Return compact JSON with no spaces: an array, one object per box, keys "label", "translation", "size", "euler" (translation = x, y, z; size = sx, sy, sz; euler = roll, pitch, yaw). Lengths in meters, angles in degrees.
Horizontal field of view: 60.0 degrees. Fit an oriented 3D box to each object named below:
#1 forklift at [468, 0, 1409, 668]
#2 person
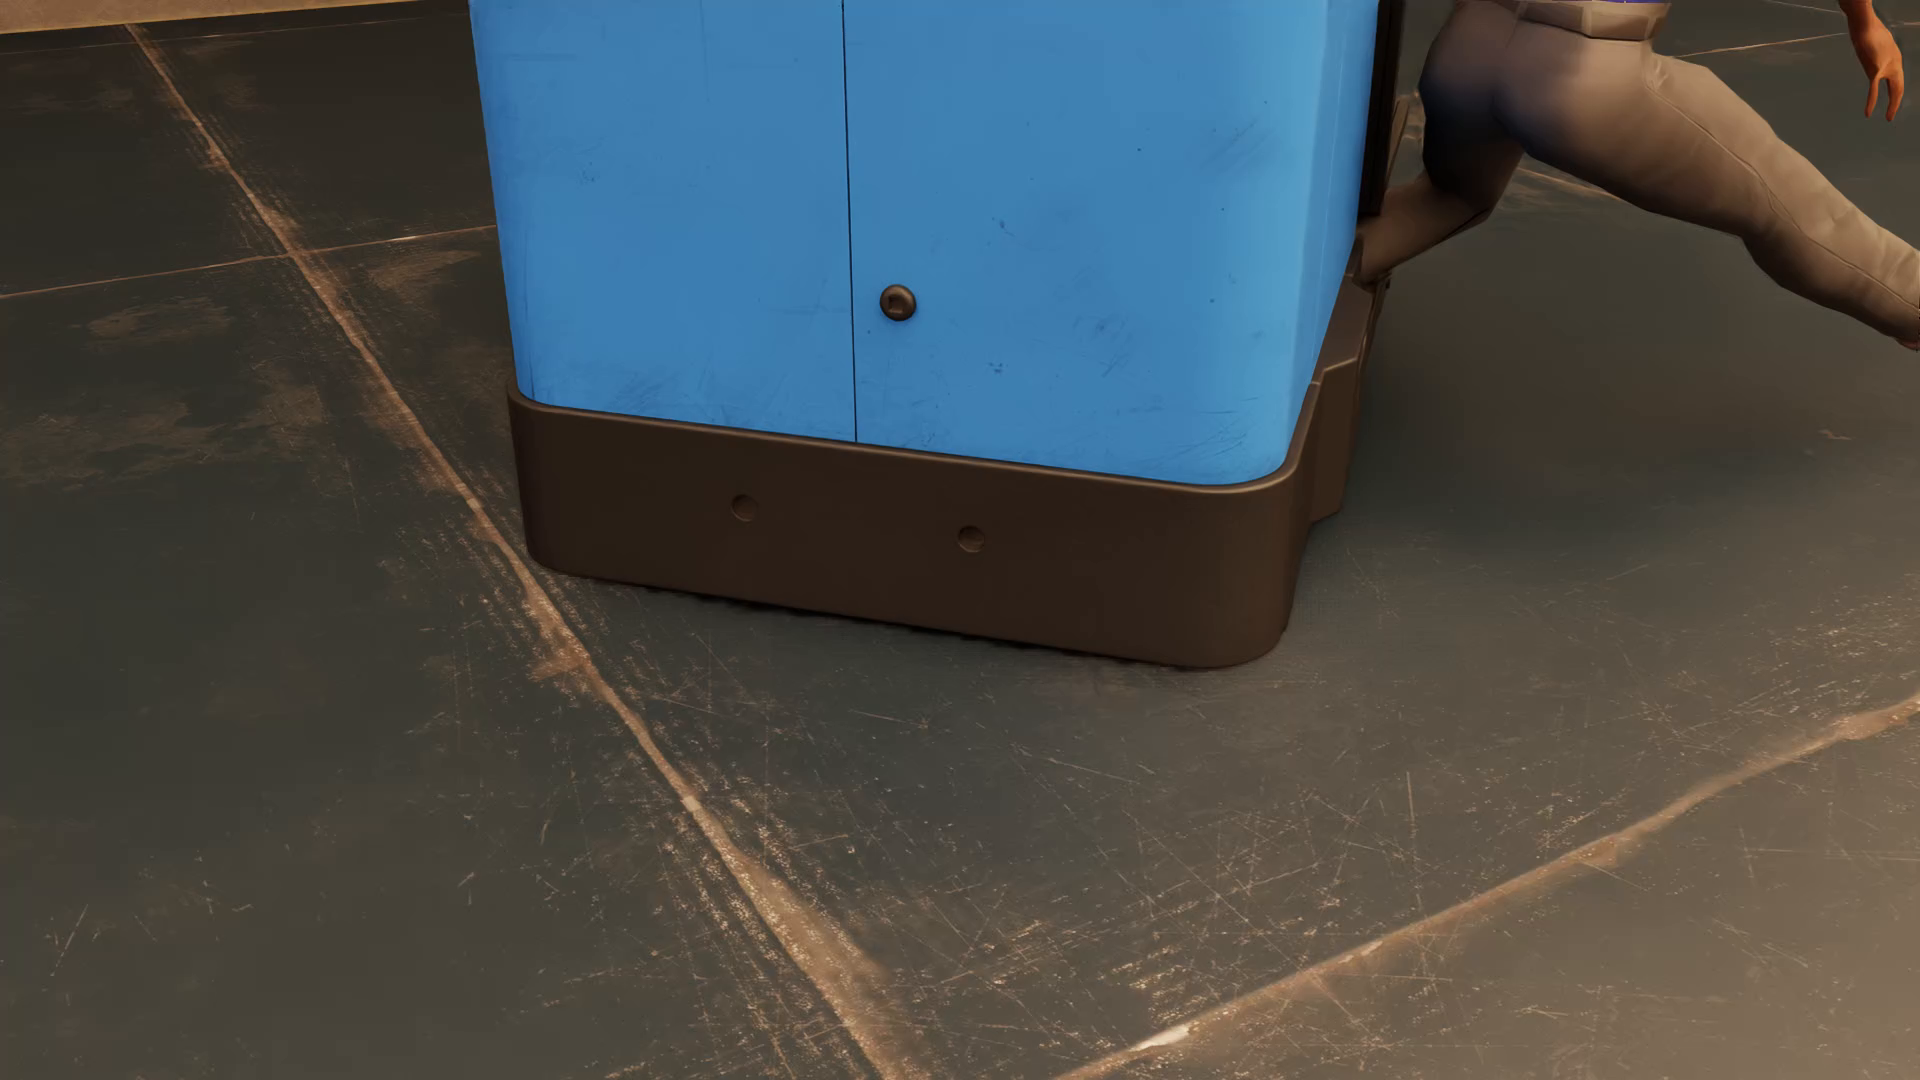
[{"label":"forklift","translation":[0.308,-1.798,2.804],"size":[1.130,2.935,3.031],"euler":[8,28,15]},{"label":"person","translation":[1.136,-0.881,2.771],"size":[1.065,1.296,0.925],"euler":[-15,31,-27]}]
